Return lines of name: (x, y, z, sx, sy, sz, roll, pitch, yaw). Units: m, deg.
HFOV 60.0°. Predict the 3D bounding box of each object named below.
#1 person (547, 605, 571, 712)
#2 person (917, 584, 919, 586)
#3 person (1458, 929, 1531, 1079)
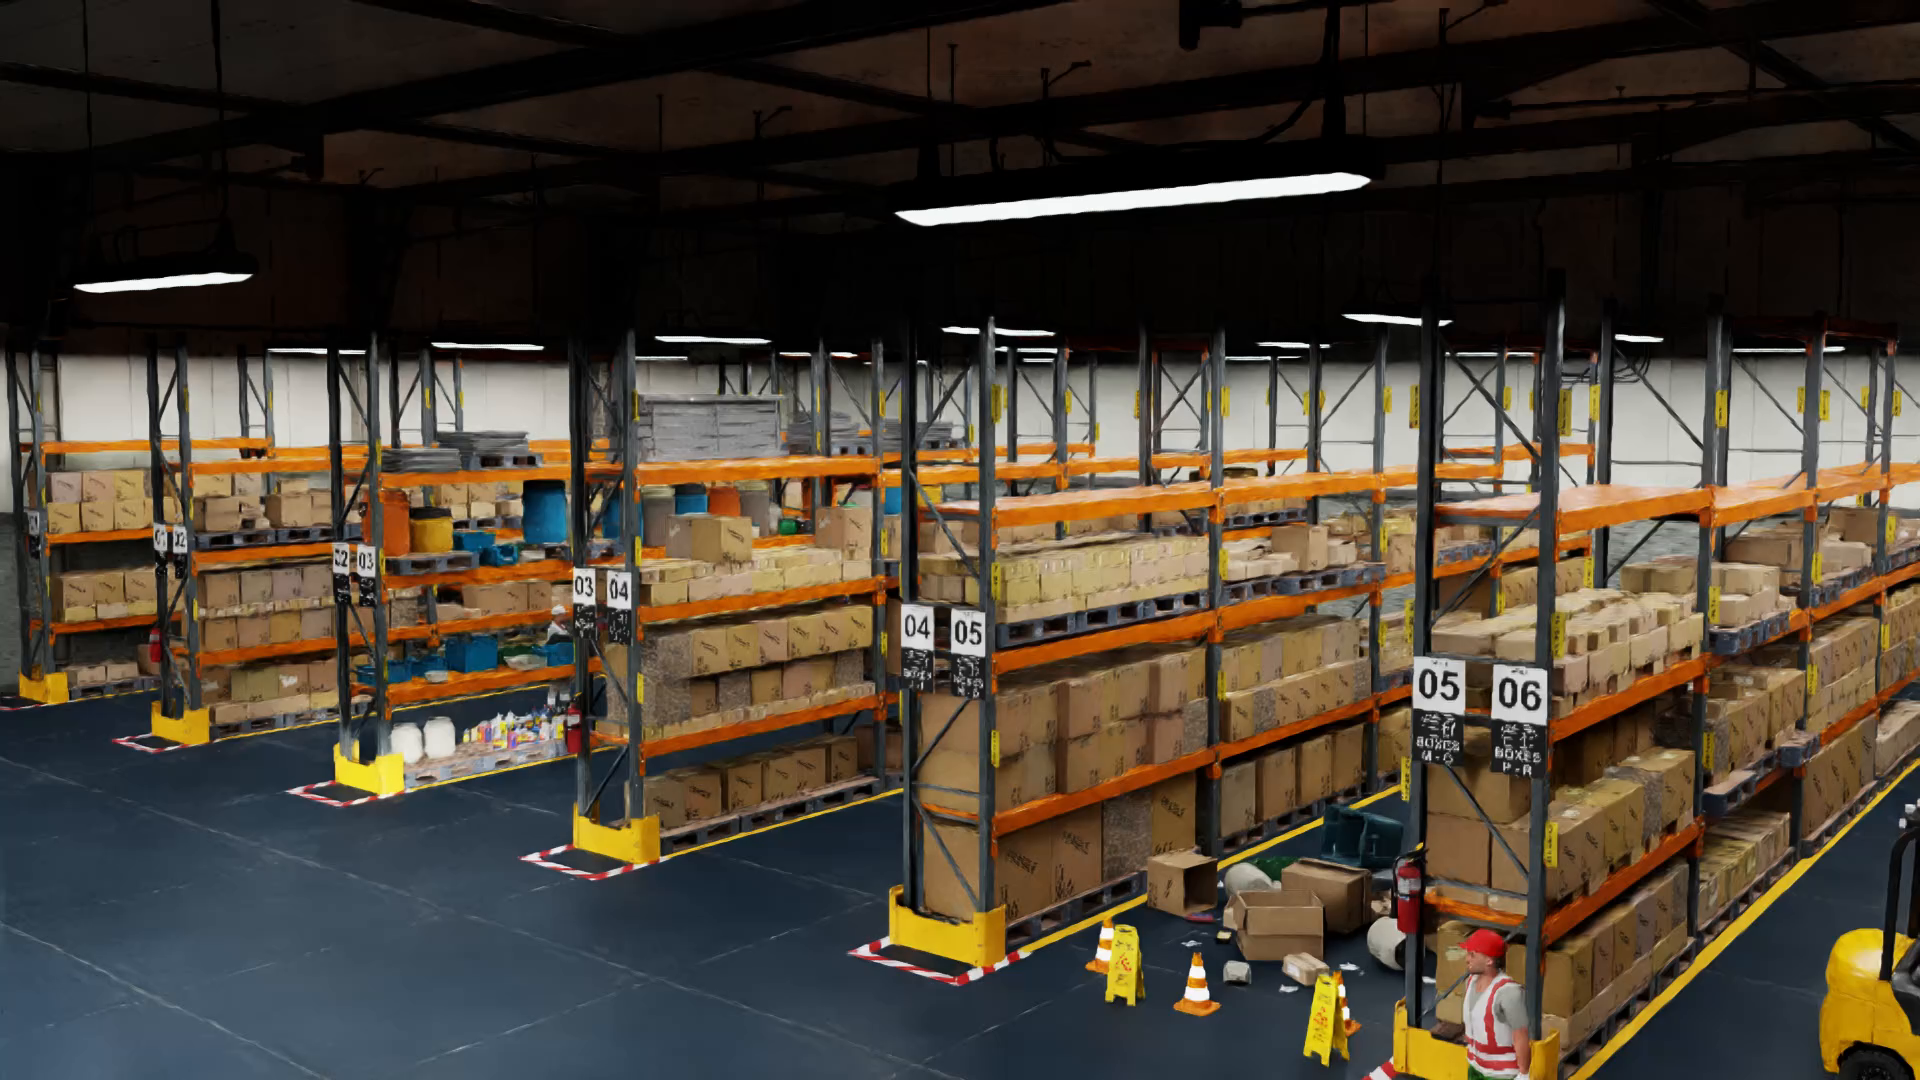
person: (-6.228, 1.913, 26.053, 0.450, 1.789, 0.605, 1, 5, 8)
person: (-1.074, 0.933, 38.198, 0.638, 1.574, 0.526, -2, 5, -16)
person: (3.440, 3.339, 10.505, 0.573, 1.780, 0.587, -1, 5, -16)
